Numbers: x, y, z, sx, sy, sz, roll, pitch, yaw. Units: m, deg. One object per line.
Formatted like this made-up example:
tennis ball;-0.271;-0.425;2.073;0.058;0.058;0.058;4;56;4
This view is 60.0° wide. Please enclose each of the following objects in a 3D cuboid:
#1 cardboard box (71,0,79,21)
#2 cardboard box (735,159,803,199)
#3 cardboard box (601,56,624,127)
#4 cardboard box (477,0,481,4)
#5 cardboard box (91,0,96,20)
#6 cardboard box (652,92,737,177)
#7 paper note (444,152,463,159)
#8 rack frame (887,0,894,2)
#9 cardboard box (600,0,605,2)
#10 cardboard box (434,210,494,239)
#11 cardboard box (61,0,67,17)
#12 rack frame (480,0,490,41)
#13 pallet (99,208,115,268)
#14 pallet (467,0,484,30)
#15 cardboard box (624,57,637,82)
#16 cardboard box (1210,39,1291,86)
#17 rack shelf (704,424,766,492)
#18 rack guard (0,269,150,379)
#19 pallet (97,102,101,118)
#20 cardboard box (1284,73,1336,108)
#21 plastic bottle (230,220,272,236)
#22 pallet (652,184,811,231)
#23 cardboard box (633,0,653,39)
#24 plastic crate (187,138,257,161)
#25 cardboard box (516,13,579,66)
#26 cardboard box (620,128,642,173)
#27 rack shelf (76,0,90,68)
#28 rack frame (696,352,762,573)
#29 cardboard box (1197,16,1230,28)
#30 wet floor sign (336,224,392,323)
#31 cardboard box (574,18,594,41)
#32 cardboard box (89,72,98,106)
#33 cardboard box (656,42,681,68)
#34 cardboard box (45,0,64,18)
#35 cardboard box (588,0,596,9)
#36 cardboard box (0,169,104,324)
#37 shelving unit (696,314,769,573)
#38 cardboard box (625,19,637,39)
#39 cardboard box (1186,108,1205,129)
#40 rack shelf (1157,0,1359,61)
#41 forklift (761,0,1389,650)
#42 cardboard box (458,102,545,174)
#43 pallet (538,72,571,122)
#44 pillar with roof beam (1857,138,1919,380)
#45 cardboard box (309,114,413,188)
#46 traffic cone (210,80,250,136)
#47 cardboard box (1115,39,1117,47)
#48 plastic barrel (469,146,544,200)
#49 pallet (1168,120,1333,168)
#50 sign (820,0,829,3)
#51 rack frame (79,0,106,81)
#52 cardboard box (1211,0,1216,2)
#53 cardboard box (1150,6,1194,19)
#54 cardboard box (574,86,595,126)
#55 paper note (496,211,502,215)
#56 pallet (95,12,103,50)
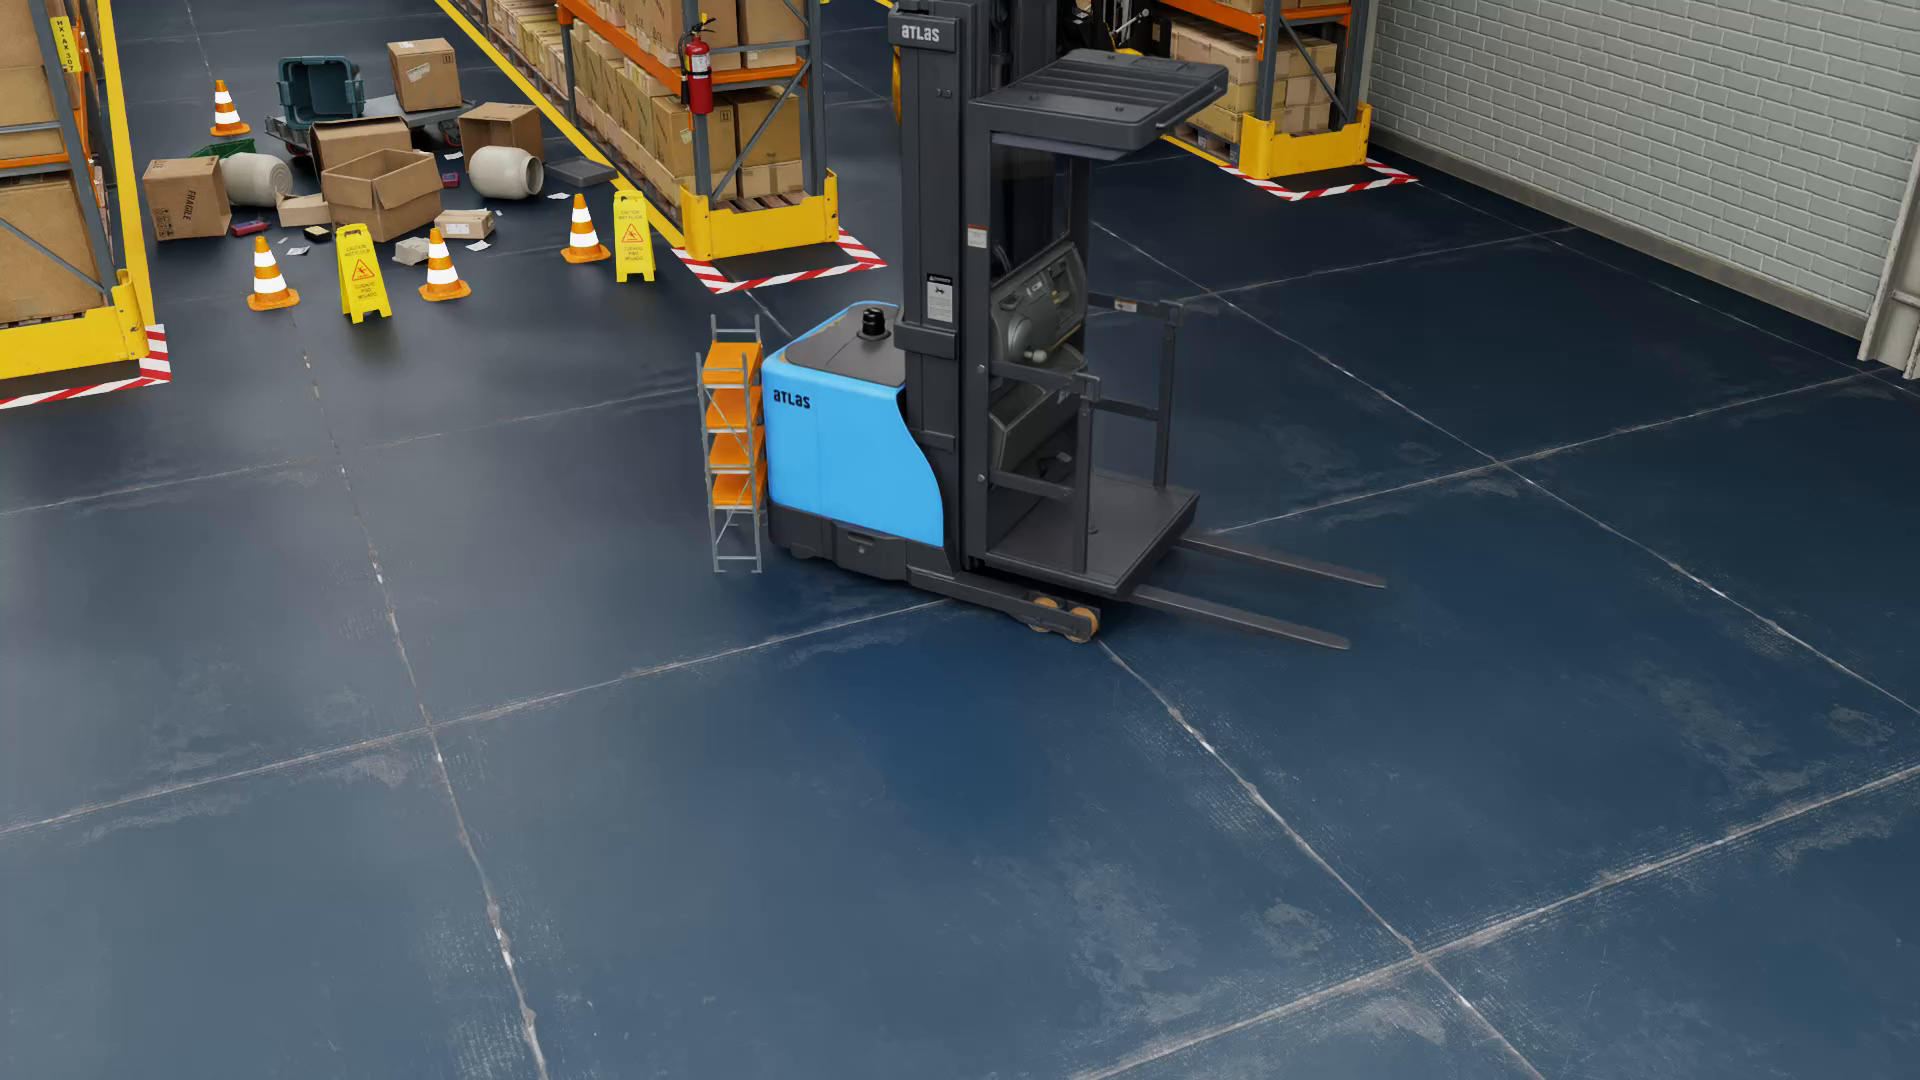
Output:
cardboard box;-7.614;-4.570;13.731;0.500;0.500;0.500;-13;32;-21
cardboard box;-1.583;-2.953;13.331;0.500;0.250;0.500;-13;32;-22
cardboard box;-2.733;-3.852;14.168;0.500;0.500;0.500;-11;31;-19
cardboard box;-5.143;-6.668;19.317;0.875;0.875;0.875;-13;32;-22
cardboard box;-10.084;-6.136;18.752;0.500;0.500;0.500;-14;32;-23
cardboard box;-2.066;-3.165;12.942;0.500;0.500;0.500;-13;32;-22
paper note;-4.517;-3.434;14.843;0.148;0.019;0.142;-13;32;-22
rack frame;-0.440;-8.133;20.186;1.000;3.000;0.127;-13;32;-22
cardboard box;-2.827;-4.801;13.838;0.500;0.500;0.500;-13;32;-22
cardboard box;-3.874;-2.466;12.995;0.380;0.149;0.250;2;29;4
cardboard box;-7.206;-3.904;12.493;0.875;0.550;0.550;-13;32;-22
rack frame;-4.921;-7.089;18.325;1.000;3.000;0.127;-13;32;-22
pallet;-6.848;-2.129;12.332;1.003;0.211;1.213;-13;32;-22
pallet;-5.192;-6.236;19.656;1.003;0.211;1.213;-13;32;-22
cardboard box;-2.501;-3.824;13.455;0.380;0.149;0.250;-12;31;-20
cardboard box;2.515;-4.157;14.455;0.500;0.250;0.500;-12;31;-20
rack shelf;-1.126;-0.422;8.412;0.258;0.148;0.480;0;29;1
rack guard;-5.904;-1.370;10.682;1.175;0.500;0.348;-13;32;-22
pallet;-8.558;-3.886;15.464;1.003;0.211;1.213;-13;32;-22
cardboard box;2.980;-4.052;14.780;0.500;0.250;0.500;-12;32;-21
plastic bottle;-5.573;-2.459;13.074;0.133;0.061;0.283;26;38;38
pallet;-1.836;-2.738;13.418;1.003;0.211;1.213;-13;32;-22
cardboard box;-2.179;-4.132;12.646;0.500;0.500;0.500;-13;32;-22
plastic crate;-6.374;-3.235;14.268;0.450;0.188;0.662;-7;28;9
cardboard box;-4.043;-5.214;17.238;0.950;0.372;0.625;-12;31;-20
cardboard box;-2.522;-3.300;13.949;0.500;0.250;0.500;-14;32;-24
rack shelf;-8.490;-4.807;14.992;1.077;0.370;4.000;-13;32;-22
rack frame;-1.130;-0.361;8.167;0.240;1.200;0.015;0;29;1
cardboard box;2.536;-4.714;15.449;0.500;0.250;0.500;-13;32;-22
wet floor sign;-4.113;-1.847;11.384;0.267;0.644;0.232;-19;35;-30
cardboard box;-3.195;-4.530;14.714;0.380;0.149;0.250;-13;32;-21
cardboard box;-8.390;-4.122;14.905;1.050;0.750;0.750;-13;32;-22
cardboard box;-2.050;-3.654;12.456;0.380;0.149;0.250;-13;32;-23
cardboard box;-6.476;-3.679;10.986;0.875;0.550;0.550;-13;32;-22
cardboard box;-2.987;-4.677;14.281;0.380;0.149;0.250;-12;31;-20
cardboard box;-6.265;-2.013;11.016;0.875;0.875;0.875;-13;32;-22
shelving unit;-1.126;-0.481;8.379;0.258;1.200;0.503;0;29;1
cardboard box;-2.453;-4.116;13.280;0.380;0.149;0.250;-13;32;-22
cardboard box;2.303;-3.945;15.101;0.500;0.250;0.500;-13;32;-22
rack shelf;2.136;-5.168;15.636;1.077;0.370;4.000;-13;32;-22
forklift;0.555;-1.088;7.694;3.031;2.935;1.130;15;32;24
cardboard box;-3.973;-3.473;14.431;0.500;0.500;0.500;7;30;13
pallet;-3.540;-4.449;16.468;1.003;0.211;1.213;-13;32;-22
pillar with roof beam;2.197;-4.158;6.964;9.100;9.000;0.400;-13;32;-22
cardboard box;-4.936;-3.181;13.769;0.797;0.637;0.503;-13;32;-22
traffic cone;-6.843;-4.041;15.483;0.336;0.463;0.334;-13;32;-22
cardboard box;1.630;-4.842;16.190;0.500;0.250;0.500;-13;32;-22
plastic barrel;-3.741;-3.026;13.713;0.512;0.421;0.421;7;30;13
pallet;2.628;-3.711;15.153;1.003;0.211;1.213;-13;32;-22
sign;-0.997;-4.046;12.014;0.100;0.325;0.005;-13;32;-22
rack frame;-9.349;-6.005;16.391;1.000;3.000;0.127;-13;32;-22
cardboard box;2.332;-5.036;14.561;0.500;0.500;0.500;-12;31;-20
cardboard box;1.854;-4.827;15.651;0.500;0.250;0.500;-14;32;-23
cardboard box;-3.195;-3.988;15.177;0.500;0.250;0.500;-15;32;-24
paper note;-3.734;-2.649;13.464;0.032;0.001;0.123;-13;32;-22
pallet;-10.203;-5.672;18.649;1.003;0.211;1.213;-13;32;-22
